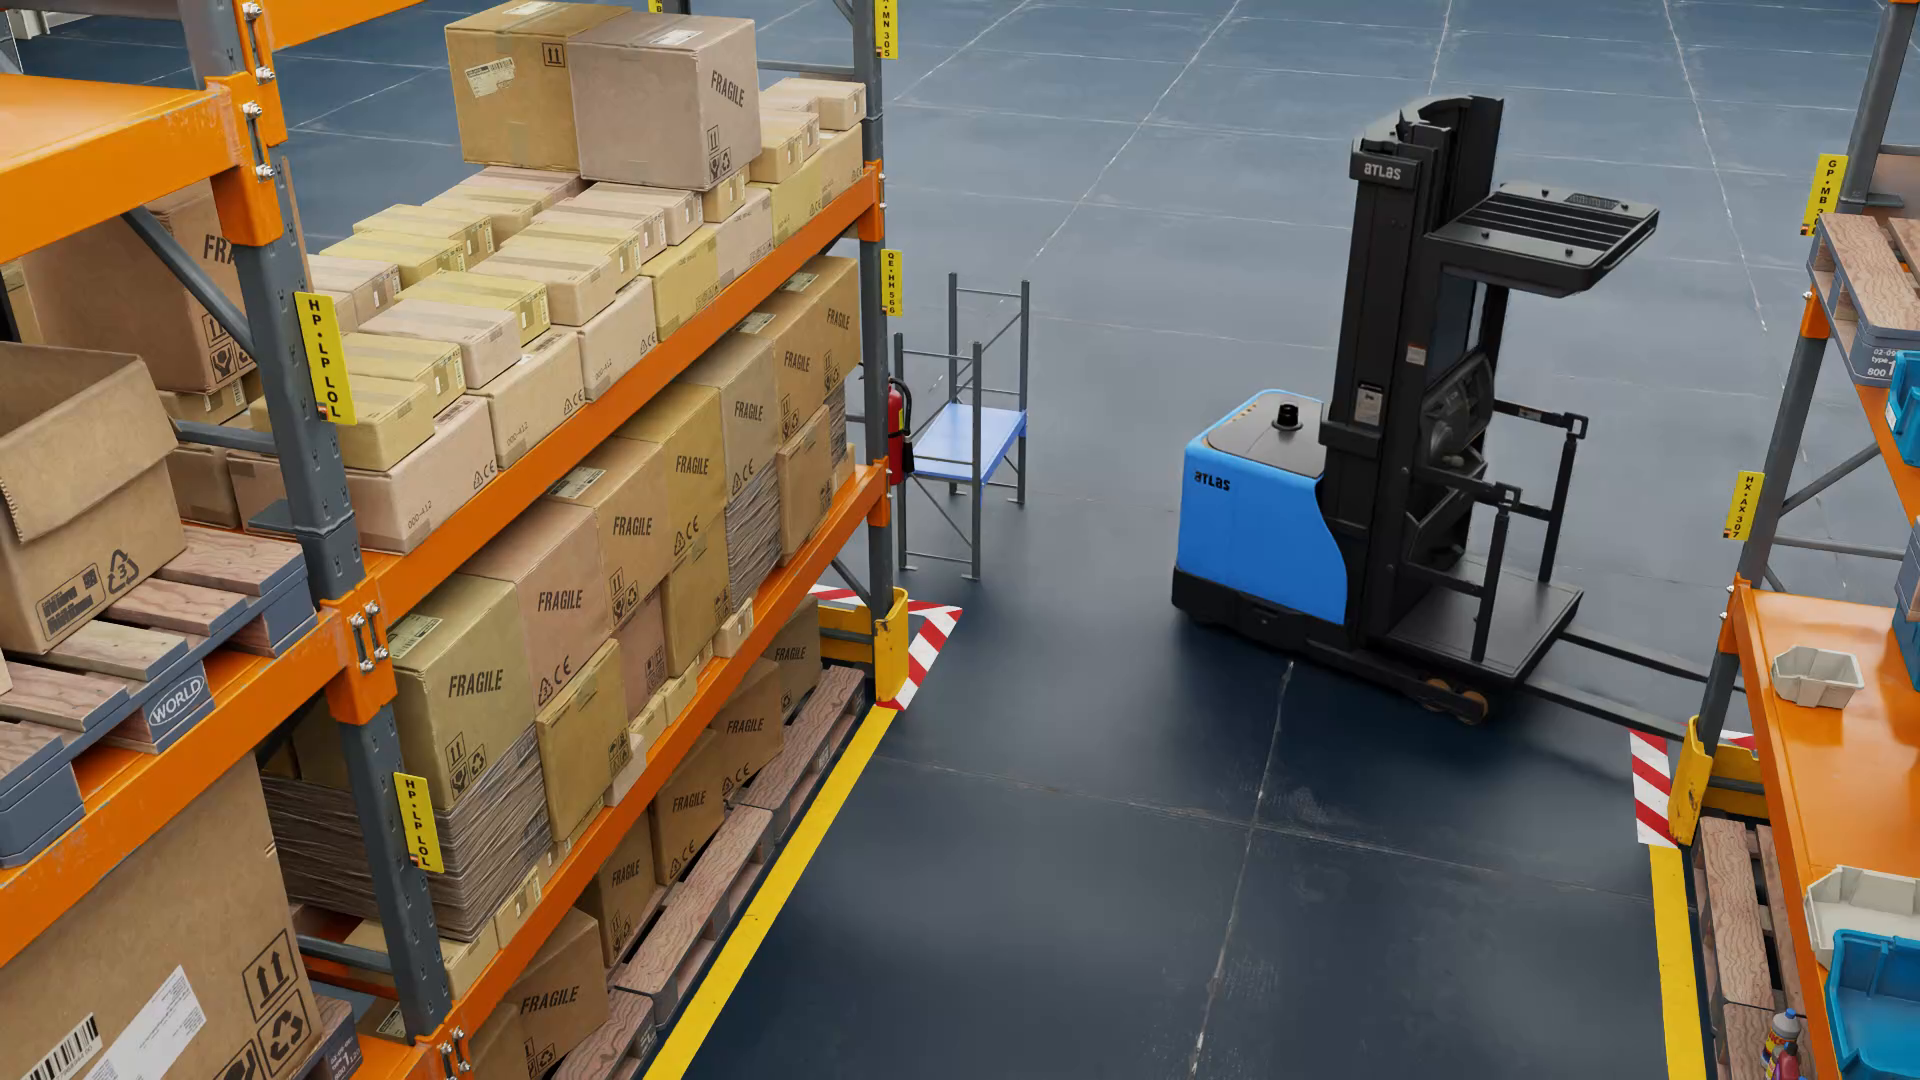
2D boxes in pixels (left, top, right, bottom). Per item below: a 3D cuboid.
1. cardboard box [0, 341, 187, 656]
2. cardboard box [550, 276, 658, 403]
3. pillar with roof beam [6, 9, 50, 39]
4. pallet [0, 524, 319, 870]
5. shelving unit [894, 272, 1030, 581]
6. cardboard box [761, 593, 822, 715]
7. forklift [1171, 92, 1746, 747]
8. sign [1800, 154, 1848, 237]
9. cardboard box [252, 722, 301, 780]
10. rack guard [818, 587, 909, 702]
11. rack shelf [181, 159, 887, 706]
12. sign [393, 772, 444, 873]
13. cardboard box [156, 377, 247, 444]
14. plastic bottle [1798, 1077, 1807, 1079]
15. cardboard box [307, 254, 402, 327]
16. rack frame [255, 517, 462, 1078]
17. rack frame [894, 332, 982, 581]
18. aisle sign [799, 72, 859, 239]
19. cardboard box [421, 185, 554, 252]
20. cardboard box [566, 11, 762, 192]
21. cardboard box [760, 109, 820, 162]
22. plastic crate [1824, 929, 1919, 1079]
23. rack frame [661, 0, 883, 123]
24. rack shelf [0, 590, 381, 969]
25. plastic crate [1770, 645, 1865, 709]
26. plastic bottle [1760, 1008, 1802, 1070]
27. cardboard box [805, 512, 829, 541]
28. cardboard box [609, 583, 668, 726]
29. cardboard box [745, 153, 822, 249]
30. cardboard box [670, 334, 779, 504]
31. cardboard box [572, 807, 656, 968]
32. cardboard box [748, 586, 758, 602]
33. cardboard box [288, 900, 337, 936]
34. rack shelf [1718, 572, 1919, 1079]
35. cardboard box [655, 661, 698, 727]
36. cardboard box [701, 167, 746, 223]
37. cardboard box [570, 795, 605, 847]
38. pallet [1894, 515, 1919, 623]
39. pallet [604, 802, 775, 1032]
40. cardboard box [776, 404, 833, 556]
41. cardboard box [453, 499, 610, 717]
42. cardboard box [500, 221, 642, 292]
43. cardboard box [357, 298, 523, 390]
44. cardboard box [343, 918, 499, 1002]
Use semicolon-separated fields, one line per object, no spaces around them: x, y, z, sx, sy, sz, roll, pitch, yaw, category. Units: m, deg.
-2.252;-0.127;3.770;0.797;0.503;0.637;7;30;12;cardboard box
-1.336;-0.686;5.466;0.500;0.250;0.500;7;30;13;cardboard box
-8.493;-10.161;19.258;9.100;9.000;0.400;8;30;15;pillar with roof beam
-2.302;0.251;3.821;1.213;0.211;1.003;8;30;15;pallet
0.025;-0.695;9.957;0.538;1.500;1.048;8;30;15;shelving unit
-1.044;0.546;8.323;0.500;0.500;0.500;14;32;24;cardboard box
2.693;-0.627;8.362;3.031;2.935;1.130;20;35;31;forklift
3.365;-1.340;6.478;0.100;0.325;0.005;8;30;15;sign
-2.150;0.349;5.100;0.500;0.500;0.500;8;30;15;cardboard box
-0.867;0.477;8.879;1.175;0.500;0.348;8;30;15;rack guard
-1.432;-0.718;6.110;1.077;0.370;4.000;8;30;15;rack shelf
-1.487;0.779;4.572;0.100;0.325;0.005;8;30;15;sign
-2.200;-0.404;4.549;0.380;0.149;0.250;9;30;16;cardboard box
2.959;2.013;5.900;0.097;0.271;0.097;0;29;0;plastic bottle
-1.987;-0.776;5.218;0.380;0.149;0.250;8;30;13;cardboard box
-2.019;1.208;4.993;1.000;3.000;0.127;8;30;15;rack frame
-0.124;-0.459;9.532;0.500;1.500;0.032;8;30;15;rack frame
-0.540;-1.773;7.678;0.394;0.787;0.004;8;30;15;aisle sign
-1.655;-1.130;5.854;0.380;0.149;0.250;7;30;13;cardboard box
-1.058;-1.598;6.028;0.500;0.500;0.500;8;30;15;cardboard box
-0.792;-1.650;6.789;0.380;0.149;0.250;7;30;13;cardboard box
2.781;1.427;4.753;0.499;0.251;0.616;8;30;15;plastic crate
-0.845;-3.273;6.876;1.000;3.000;0.127;8;30;15;rack frame
-2.606;1.141;2.768;1.077;0.370;4.000;8;30;15;rack shelf
3.320;0.541;6.463;0.298;0.136;0.250;8;30;15;plastic crate
3.060;1.854;6.186;0.097;0.271;0.097;0;29;0;plastic bottle
-0.829;-0.140;7.674;0.380;0.149;0.250;8;30;15;cardboard box
-1.597;0.360;6.109;0.875;0.500;0.500;8;30;15;cardboard box
-0.887;-1.404;6.756;0.500;0.250;0.500;9;30;15;cardboard box
-1.061;-0.506;6.636;0.500;0.500;0.500;8;30;15;cardboard box
-1.595;1.370;6.842;0.500;0.500;0.500;6;30;10;cardboard box
-1.083;0.204;7.056;0.380;0.149;0.250;8;30;15;cardboard box
-2.237;1.176;5.309;0.380;0.149;0.250;8;30;15;cardboard box
3.303;1.300;5.568;1.077;0.370;4.000;8;30;15;rack shelf
-1.241;0.562;6.413;0.380;0.149;0.250;8;30;15;cardboard box
-1.017;-1.293;6.148;0.380;0.149;0.250;7;30;12;cardboard box
-1.471;0.909;5.790;0.380;0.149;0.250;8;30;15;cardboard box
2.834;0.337;3.667;1.213;0.211;1.003;8;30;15;pallet
-1.499;1.540;7.264;1.003;0.211;1.213;8;30;15;pallet
-1.065;-0.324;7.337;0.875;0.500;0.500;8;30;15;cardboard box
-1.499;0.192;5.382;0.500;0.500;0.500;8;30;15;cardboard box
-1.282;-0.930;5.495;0.380;0.149;0.250;8;30;14;cardboard box
-1.516;-0.576;4.858;0.380;0.149;0.250;9;30;15;cardboard box
-1.668;1.261;5.157;0.380;0.149;0.250;8;30;15;cardboard box
